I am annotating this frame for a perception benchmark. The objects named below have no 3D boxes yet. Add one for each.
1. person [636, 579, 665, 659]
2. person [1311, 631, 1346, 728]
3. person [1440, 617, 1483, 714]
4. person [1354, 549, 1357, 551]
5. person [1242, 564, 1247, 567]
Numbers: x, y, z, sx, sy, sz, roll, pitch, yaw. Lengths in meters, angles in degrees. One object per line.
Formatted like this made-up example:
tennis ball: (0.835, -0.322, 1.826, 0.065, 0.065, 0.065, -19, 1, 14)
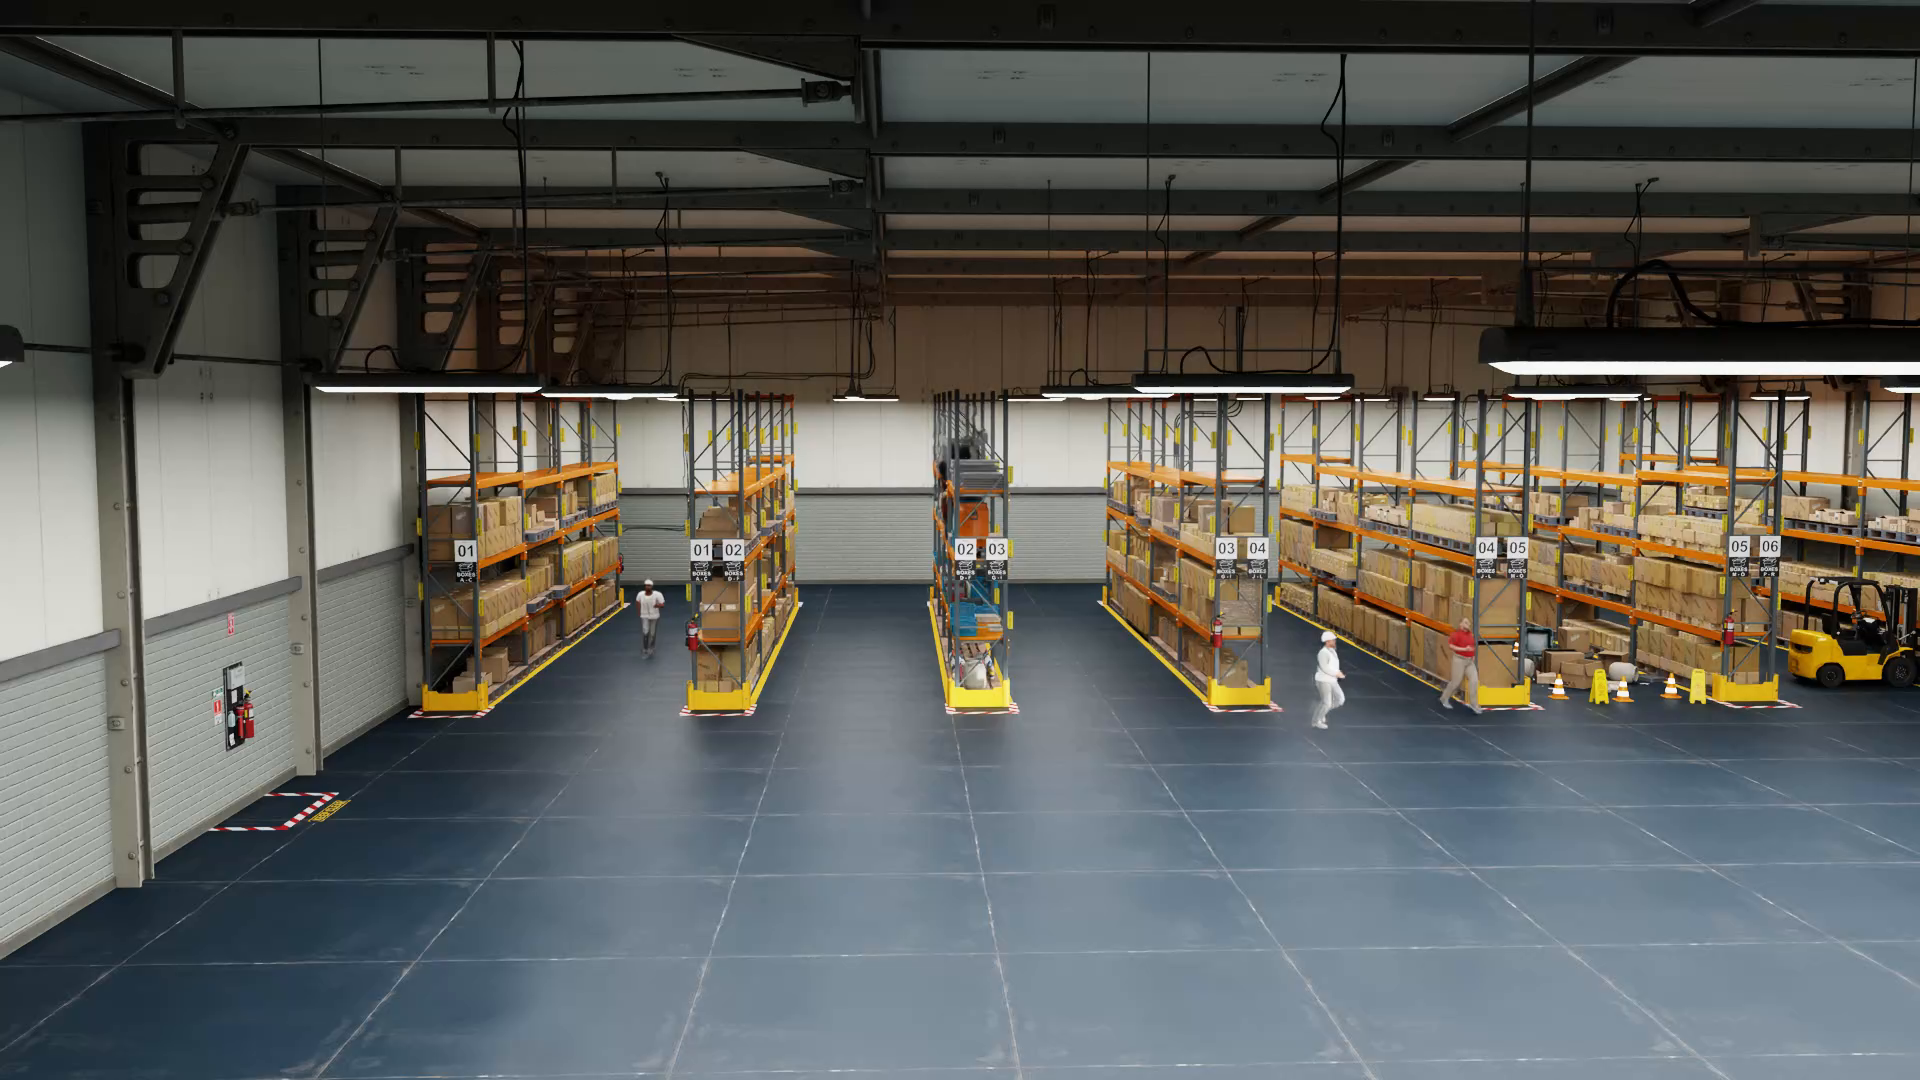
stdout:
person: (-6.994, 1.798, 37.581, 0.660, 1.829, 0.755, -1, 5, -7)
person: (6.524, 2.466, 29.315, 0.651, 1.725, 0.642, 3, 6, 33)
person: (9.373, 2.323, 30.994, 0.669, 1.766, 0.857, -3, 5, -30)
person: (11.318, 1.041, 47.718, 0.559, 1.577, 0.840, -1, 5, -7)
person: (7.885, 1.118, 46.649, 0.616, 1.582, 0.606, 0, 5, 5)
